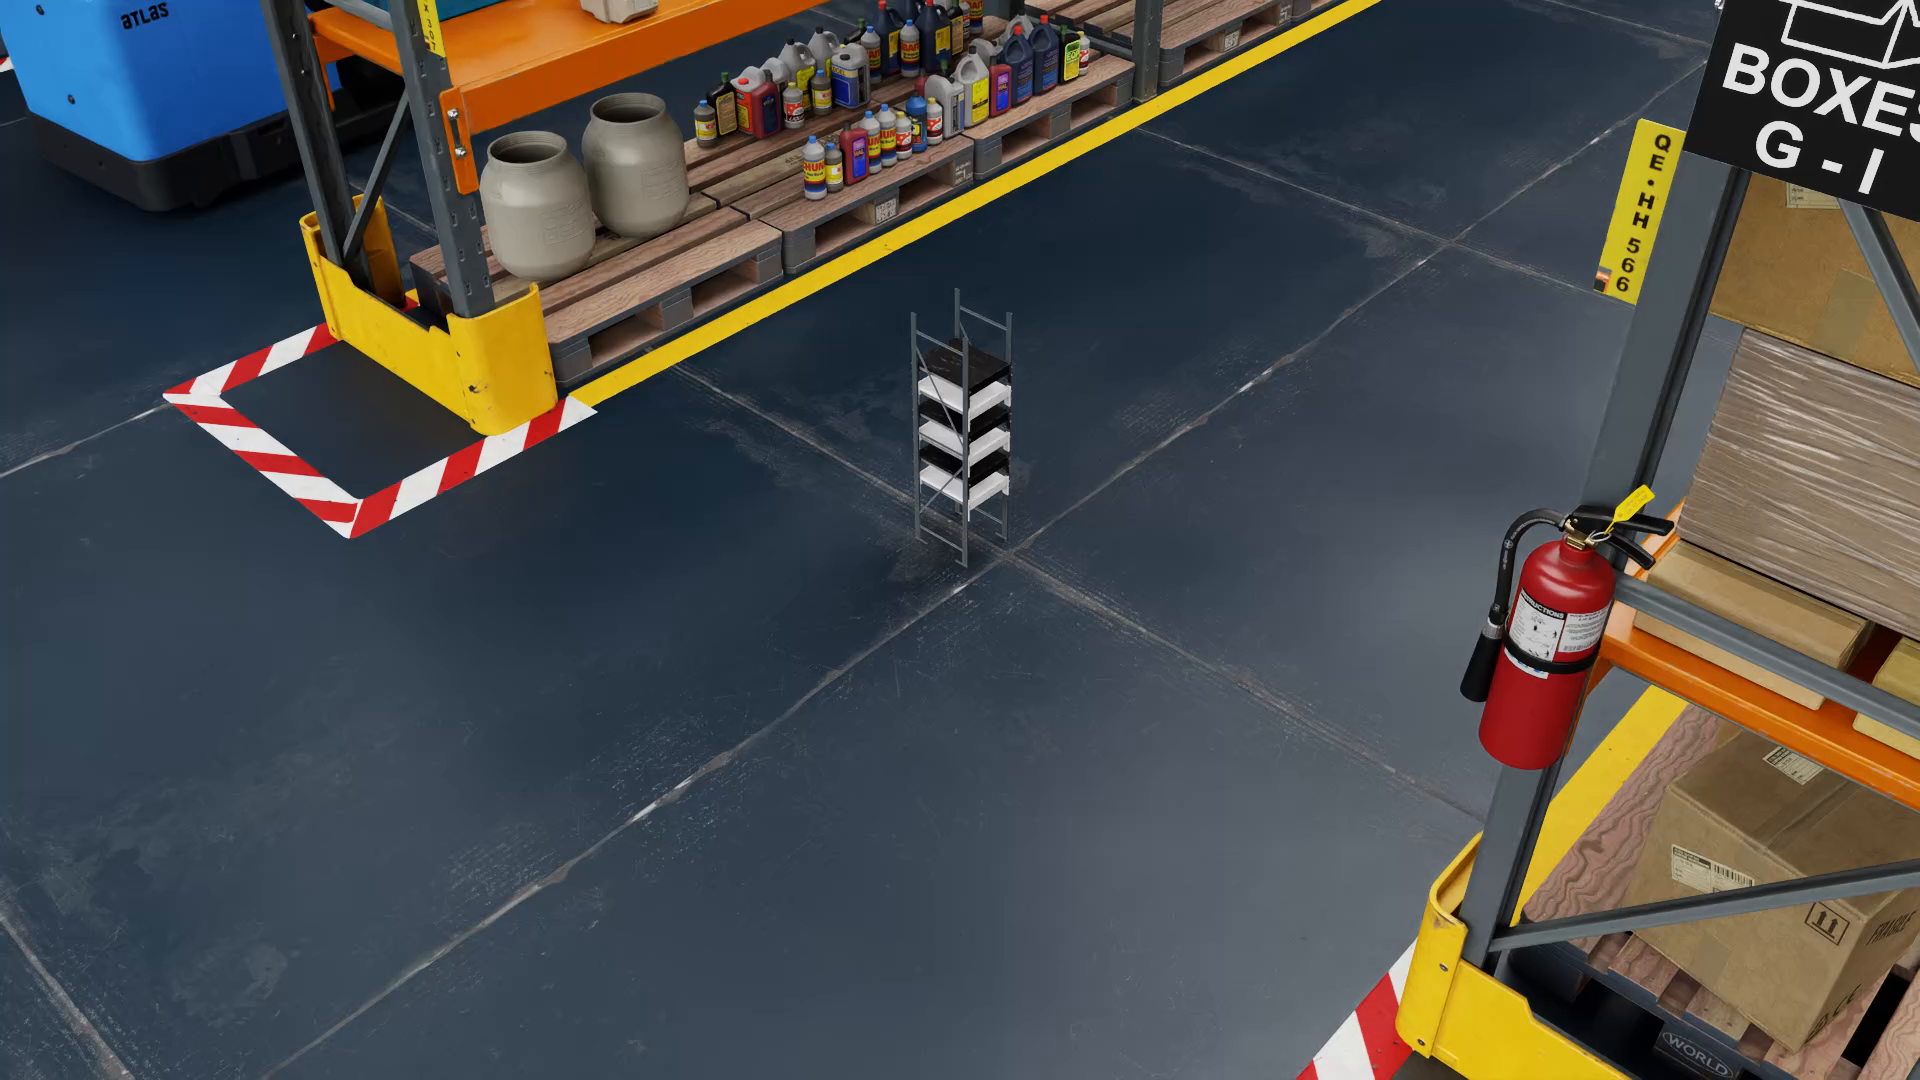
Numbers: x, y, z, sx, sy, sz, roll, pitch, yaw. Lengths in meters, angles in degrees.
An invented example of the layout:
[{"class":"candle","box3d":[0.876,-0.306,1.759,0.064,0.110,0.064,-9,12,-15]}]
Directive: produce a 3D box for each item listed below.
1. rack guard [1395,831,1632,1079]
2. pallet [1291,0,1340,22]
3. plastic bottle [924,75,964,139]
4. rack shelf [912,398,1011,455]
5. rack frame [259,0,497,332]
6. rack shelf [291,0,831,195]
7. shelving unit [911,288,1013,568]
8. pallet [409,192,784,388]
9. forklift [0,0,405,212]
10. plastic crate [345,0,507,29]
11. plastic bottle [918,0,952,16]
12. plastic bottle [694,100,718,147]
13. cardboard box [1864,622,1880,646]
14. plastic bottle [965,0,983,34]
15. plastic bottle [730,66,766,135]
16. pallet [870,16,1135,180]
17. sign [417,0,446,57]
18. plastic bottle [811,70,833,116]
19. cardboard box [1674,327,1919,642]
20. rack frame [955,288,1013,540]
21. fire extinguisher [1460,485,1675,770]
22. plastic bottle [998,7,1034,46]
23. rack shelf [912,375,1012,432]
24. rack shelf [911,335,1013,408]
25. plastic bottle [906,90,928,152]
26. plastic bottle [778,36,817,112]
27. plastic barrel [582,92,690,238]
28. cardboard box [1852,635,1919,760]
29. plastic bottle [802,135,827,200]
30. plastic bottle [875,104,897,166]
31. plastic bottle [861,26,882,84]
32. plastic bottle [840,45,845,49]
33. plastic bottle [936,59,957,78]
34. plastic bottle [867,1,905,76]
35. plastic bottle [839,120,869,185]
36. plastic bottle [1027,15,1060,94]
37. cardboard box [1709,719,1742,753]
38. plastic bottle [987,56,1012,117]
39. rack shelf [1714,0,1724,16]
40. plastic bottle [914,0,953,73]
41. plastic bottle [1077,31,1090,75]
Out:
[{"class":"rack guard","box3d":[1.620,1.206,3.832,1.175,0.500,0.348,30,47,32]},{"class":"pallet","box3d":[1.936,-3.504,9.987,1.003,0.211,1.213,30,47,32]},{"class":"plastic bottle","box3d":[-0.070,-2.035,7.734,0.152,0.276,0.135,31,48,33]},{"class":"rack shelf","box3d":[0.005,-0.400,5.439,0.258,0.077,0.200,30,47,32]},{"class":"rack frame","box3d":[-2.087,-1.817,5.625,1.000,3.000,0.127,30,47,32]},{"class":"rack shelf","box3d":[-0.738,-2.455,7.005,1.077,0.370,4.000,30,47,32]},{"class":"shelving unit","box3d":[0.005,-0.356,5.475,0.258,0.900,0.210,30,47,32]},{"class":"pallet","box3d":[-1.518,-1.152,7.029,1.003,0.211,1.213,30,47,32]},{"class":"forklift","box3d":[-3.094,-3.488,7.782,1.130,2.935,3.031,26,45,28]},{"class":"plastic crate","box3d":[-1.970,-2.115,6.119,0.499,0.251,0.616,30,47,32]},{"class":"plastic bottle","box3d":[-0.125,-2.639,8.493,0.152,0.276,0.135,31,48,33]},{"class":"plastic bottle","box3d":[-1.172,-1.922,7.652,0.097,0.201,0.097,0,38,0]},{"class":"cardboard box","box3d":[1.778,0.028,3.506,0.380,0.149,0.250,30,47,32]},{"class":"plastic bottle","box3d":[0.073,-2.797,8.696,0.097,0.271,0.097,0,38,0]},{"class":"plastic bottle","box3d":[-0.981,-2.056,7.760,0.152,0.276,0.135,30,47,32]},{"class":"pallet","box3d":[0.128,-2.273,8.438,1.003,0.211,1.213,30,47,32]},{"class":"sign","box3d":[-1.684,-1.693,5.246,0.100,0.325,0.005,30,47,32]},{"class":"plastic bottle","box3d":[-0.660,-2.137,7.923,0.097,0.201,0.097,0,38,0]},{"class":"cardboard box","box3d":[1.960,-0.134,3.190,0.875,0.500,0.500,30,47,32]},{"class":"rack frame","box3d":[0.074,-0.403,5.533,0.240,0.900,0.006,30,47,32]},{"class":"fire extinguisher","box3d":[1.152,0.152,3.211,0.296,0.674,0.183,30,47,32]},{"class":"plastic bottle","box3d":[0.283,-2.434,8.176,0.144,0.351,0.185,30,47,32]},{"class":"rack shelf","box3d":[0.005,-0.471,5.383,0.258,0.077,0.200,30,47,32]},{"class":"rack shelf","box3d":[0.005,-0.541,5.327,0.258,0.077,0.200,30,47,32]},{"class":"plastic bottle","box3d":[-0.198,-1.920,7.594,0.097,0.271,0.097,0,38,0]},{"class":"plastic bottle","box3d":[-0.779,-2.226,7.915,0.144,0.351,0.185,32,48,33]},{"class":"plastic barrel","box3d":[-1.361,-1.573,6.979,0.421,0.512,0.421,0,38,0]},{"class":"cardboard box","box3d":[1.937,0.330,3.127,0.380,0.149,0.250,30,47,32]},{"class":"plastic bottle","box3d":[-0.634,-1.624,7.221,0.097,0.271,0.097,0,38,0]},{"class":"plastic bottle","box3d":[-0.335,-1.827,7.476,0.097,0.271,0.097,0,38,0]},{"class":"plastic bottle","box3d":[-0.438,-2.393,8.188,0.097,0.271,0.097,0,38,0]},{"class":"plastic bottle","box3d":[-0.575,-2.328,8.163,0.097,0.201,0.097,0,38,0]},{"class":"plastic bottle","box3d":[-0.050,-2.142,7.862,0.061,0.283,0.133,30,47,32]},{"class":"plastic bottle","box3d":[-0.367,-2.507,8.268,0.144,0.351,0.185,28,46,30]},{"class":"plastic bottle","box3d":[-0.468,-1.725,7.338,0.061,0.283,0.133,30,48,33]},{"class":"plastic bottle","box3d":[0.390,-2.374,8.100,0.144,0.351,0.185,28,46,31]},{"class":"cardboard box","box3d":[2.381,0.507,4.373,0.500,0.500,0.500,-22,43,-25]},{"class":"plastic bottle","box3d":[0.181,-2.167,7.894,0.133,0.283,0.061,-31,48,-33]},{"class":"rack shelf","box3d":[2.918,-1.549,3.456,1.077,0.370,4.000,30,47,32]},{"class":"plastic bottle","box3d":[-0.133,-2.533,8.301,0.144,0.351,0.185,30,47,32]},{"class":"plastic bottle","box3d":[0.597,-2.434,8.296,0.097,0.201,0.097,0,38,0]}]
